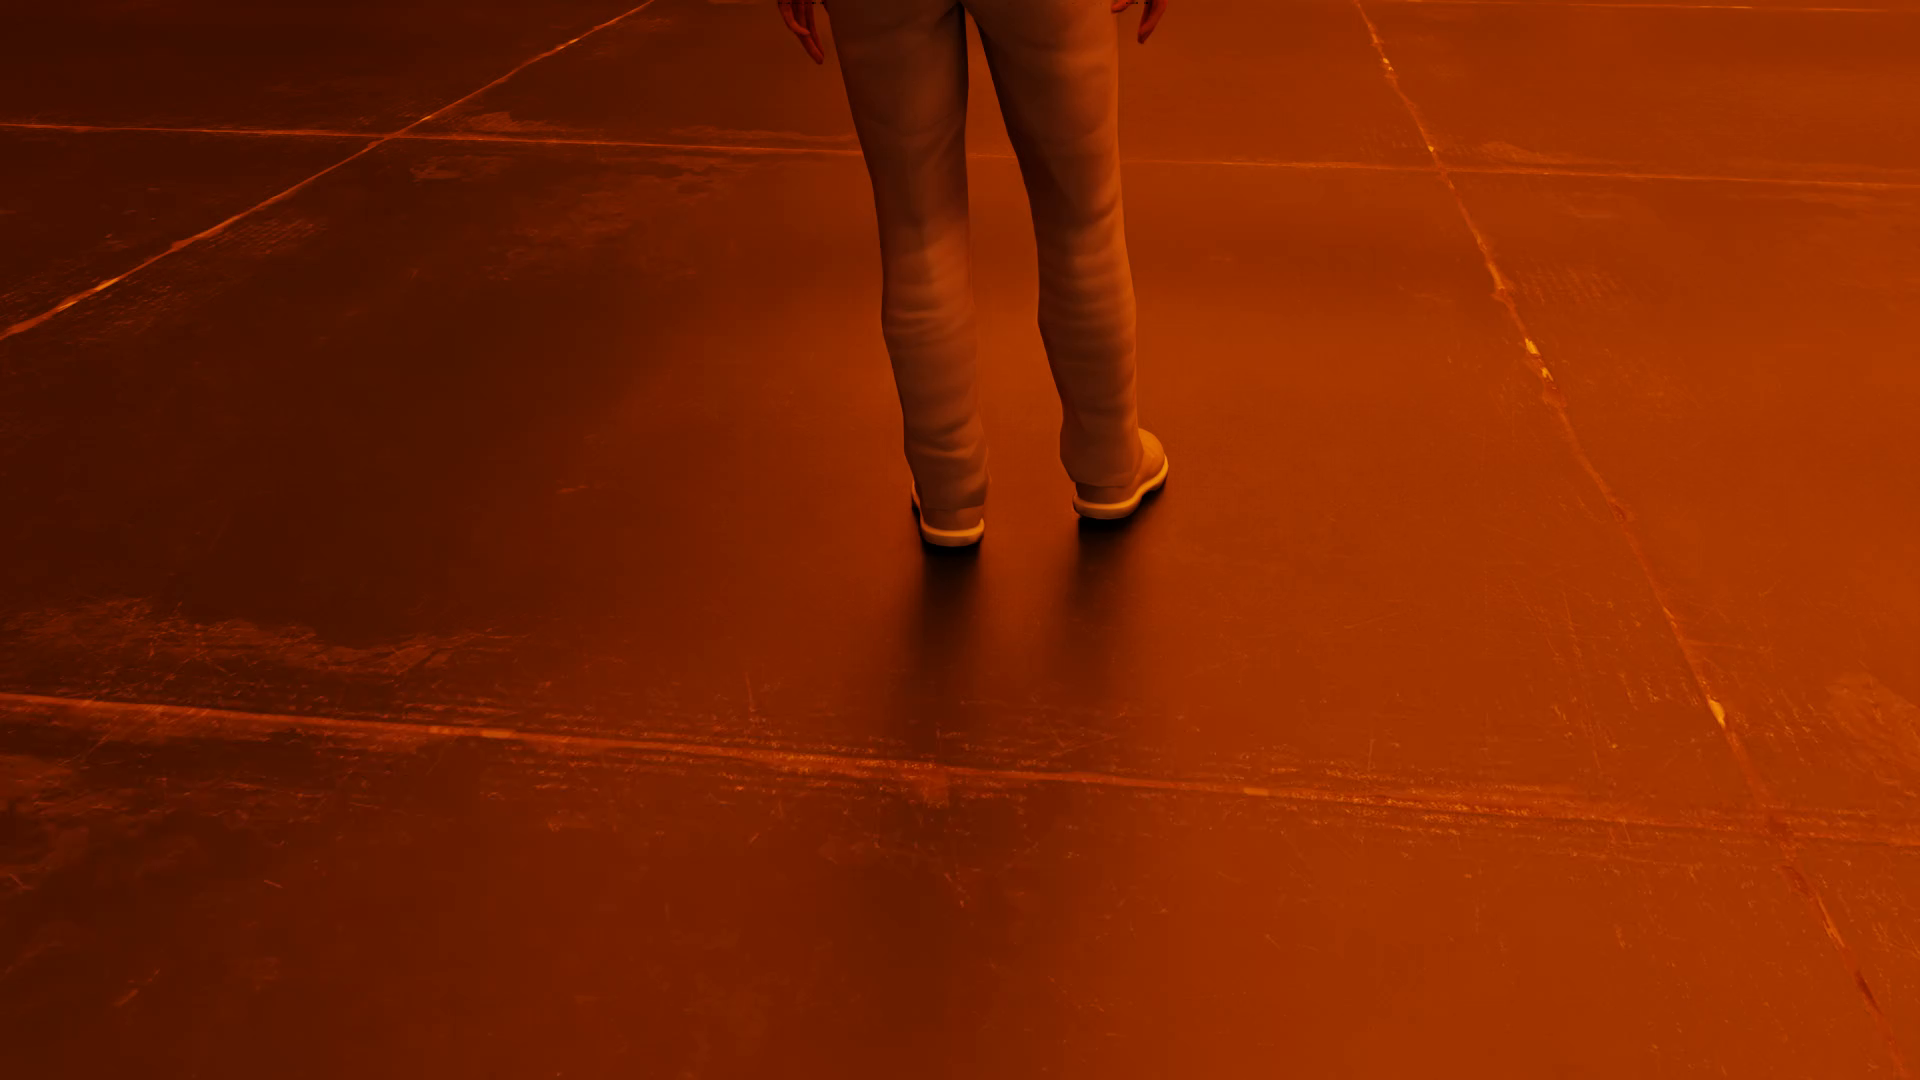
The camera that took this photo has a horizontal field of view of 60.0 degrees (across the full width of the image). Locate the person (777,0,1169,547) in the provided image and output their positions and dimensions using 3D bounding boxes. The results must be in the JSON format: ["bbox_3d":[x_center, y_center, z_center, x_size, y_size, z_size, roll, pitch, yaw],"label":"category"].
[{"bbox_3d":[0.029,-0.793,2.185,0.570,1.687,0.528,3,27,7],"label":"person"}]
